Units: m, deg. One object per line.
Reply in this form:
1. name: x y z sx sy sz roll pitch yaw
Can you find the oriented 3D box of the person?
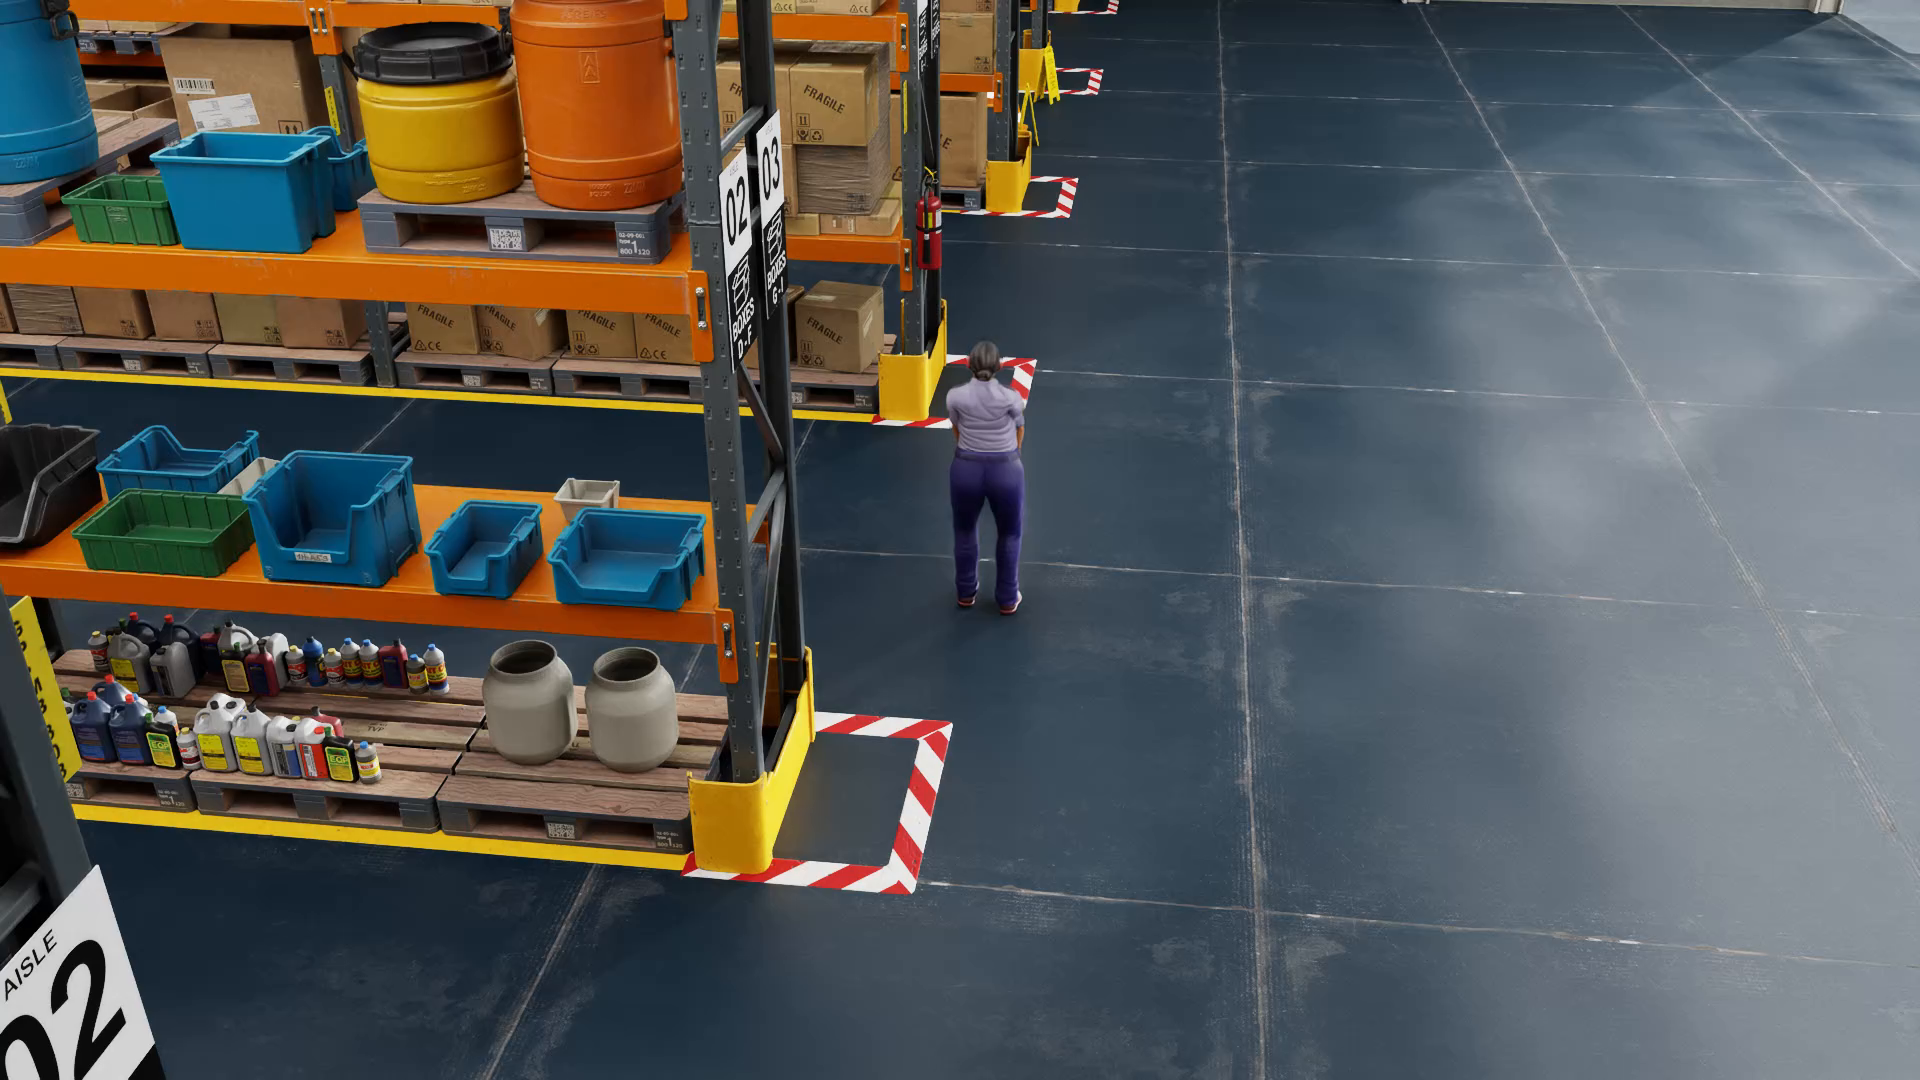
1. person: 0.149 -0.373 9.349 0.435 1.634 0.525 3 29 6
